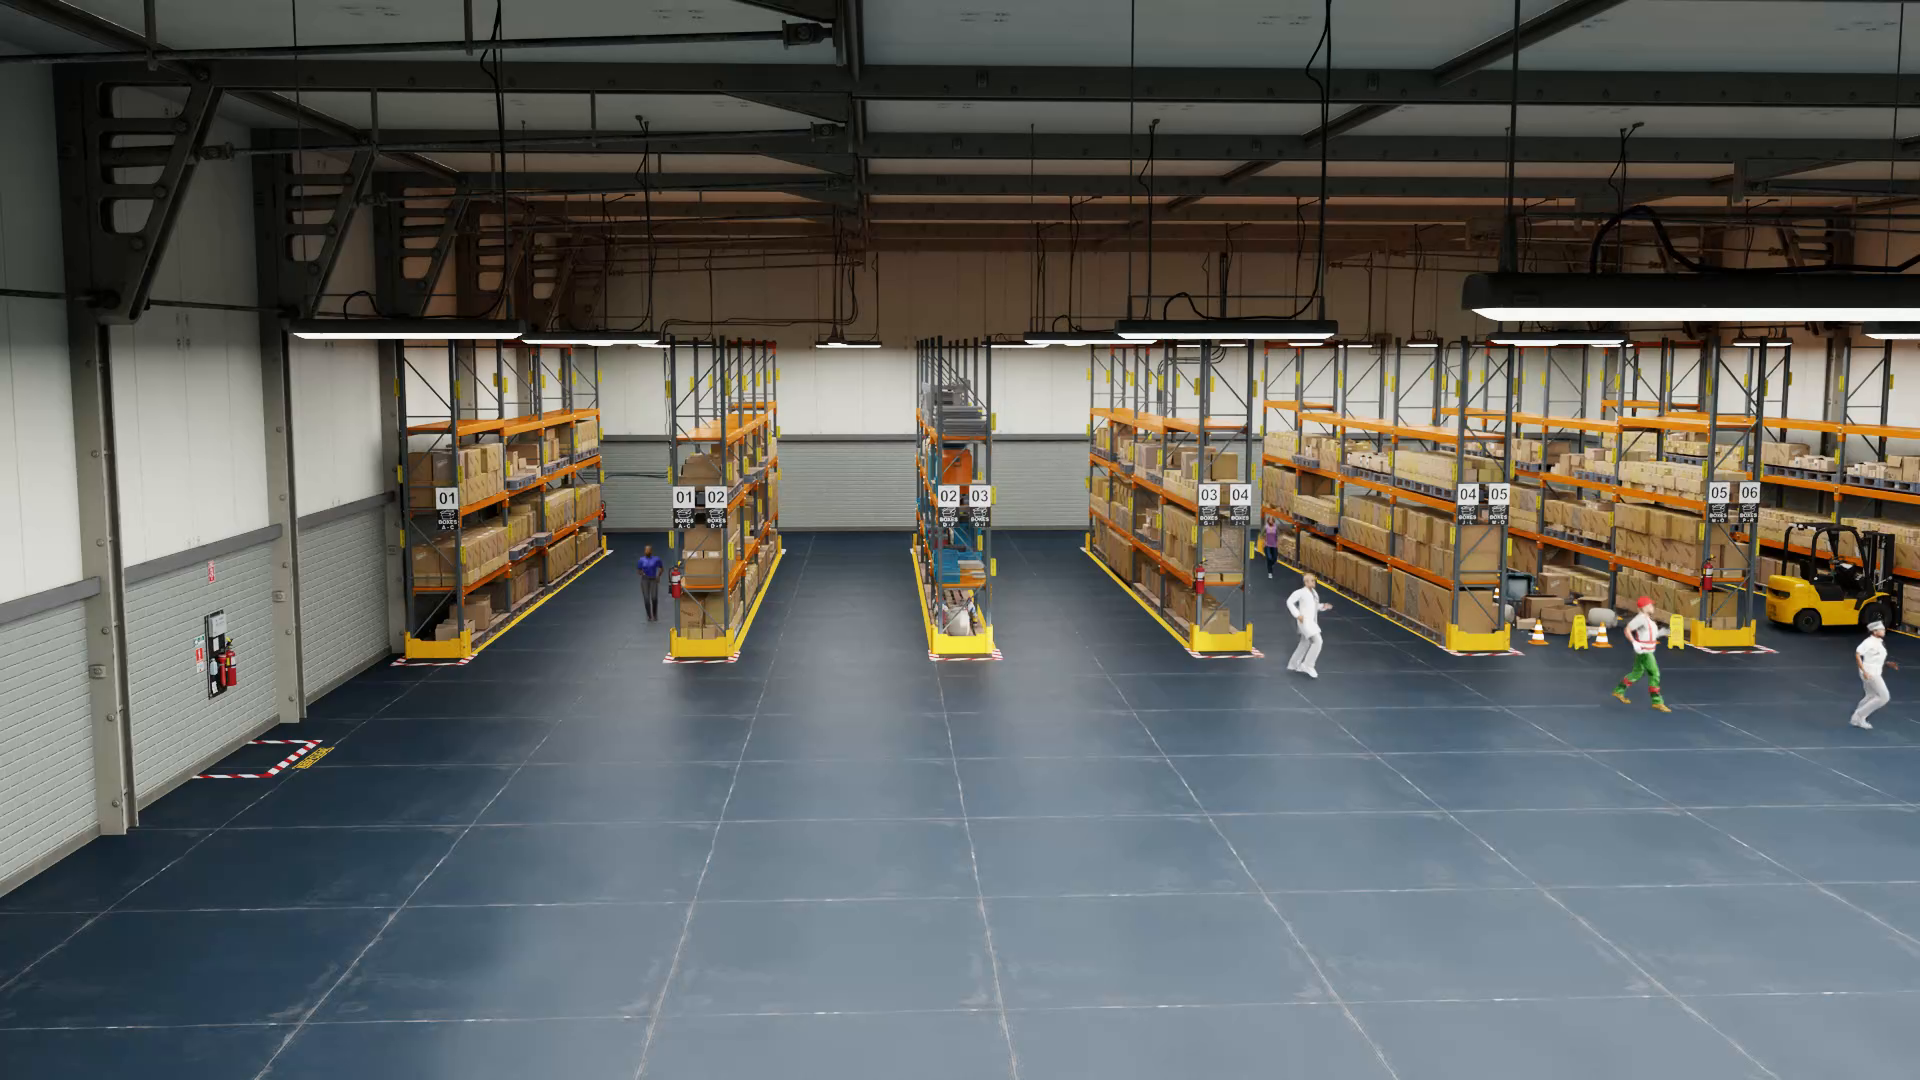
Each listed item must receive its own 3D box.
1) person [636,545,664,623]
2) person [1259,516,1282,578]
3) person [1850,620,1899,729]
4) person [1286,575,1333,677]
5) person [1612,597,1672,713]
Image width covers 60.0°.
[{"bbox_3d":[-6.540,0.933,35.075,0.561,1.657,0.638,-1,7,-6],"label":"person"},{"bbox_3d":[7.874,0.161,42.198,0.562,1.557,0.574,0,6,1],"label":"person"},{"bbox_3d":[13.876,2.033,25.214,0.595,1.664,0.583,5,8,35],"label":"person"},{"bbox_3d":[6.164,1.612,29.407,0.786,1.616,0.696,4,8,33],"label":"person"},{"bbox_3d":[10.907,1.802,26.515,0.925,1.810,0.655,4,7,28],"label":"person"}]
